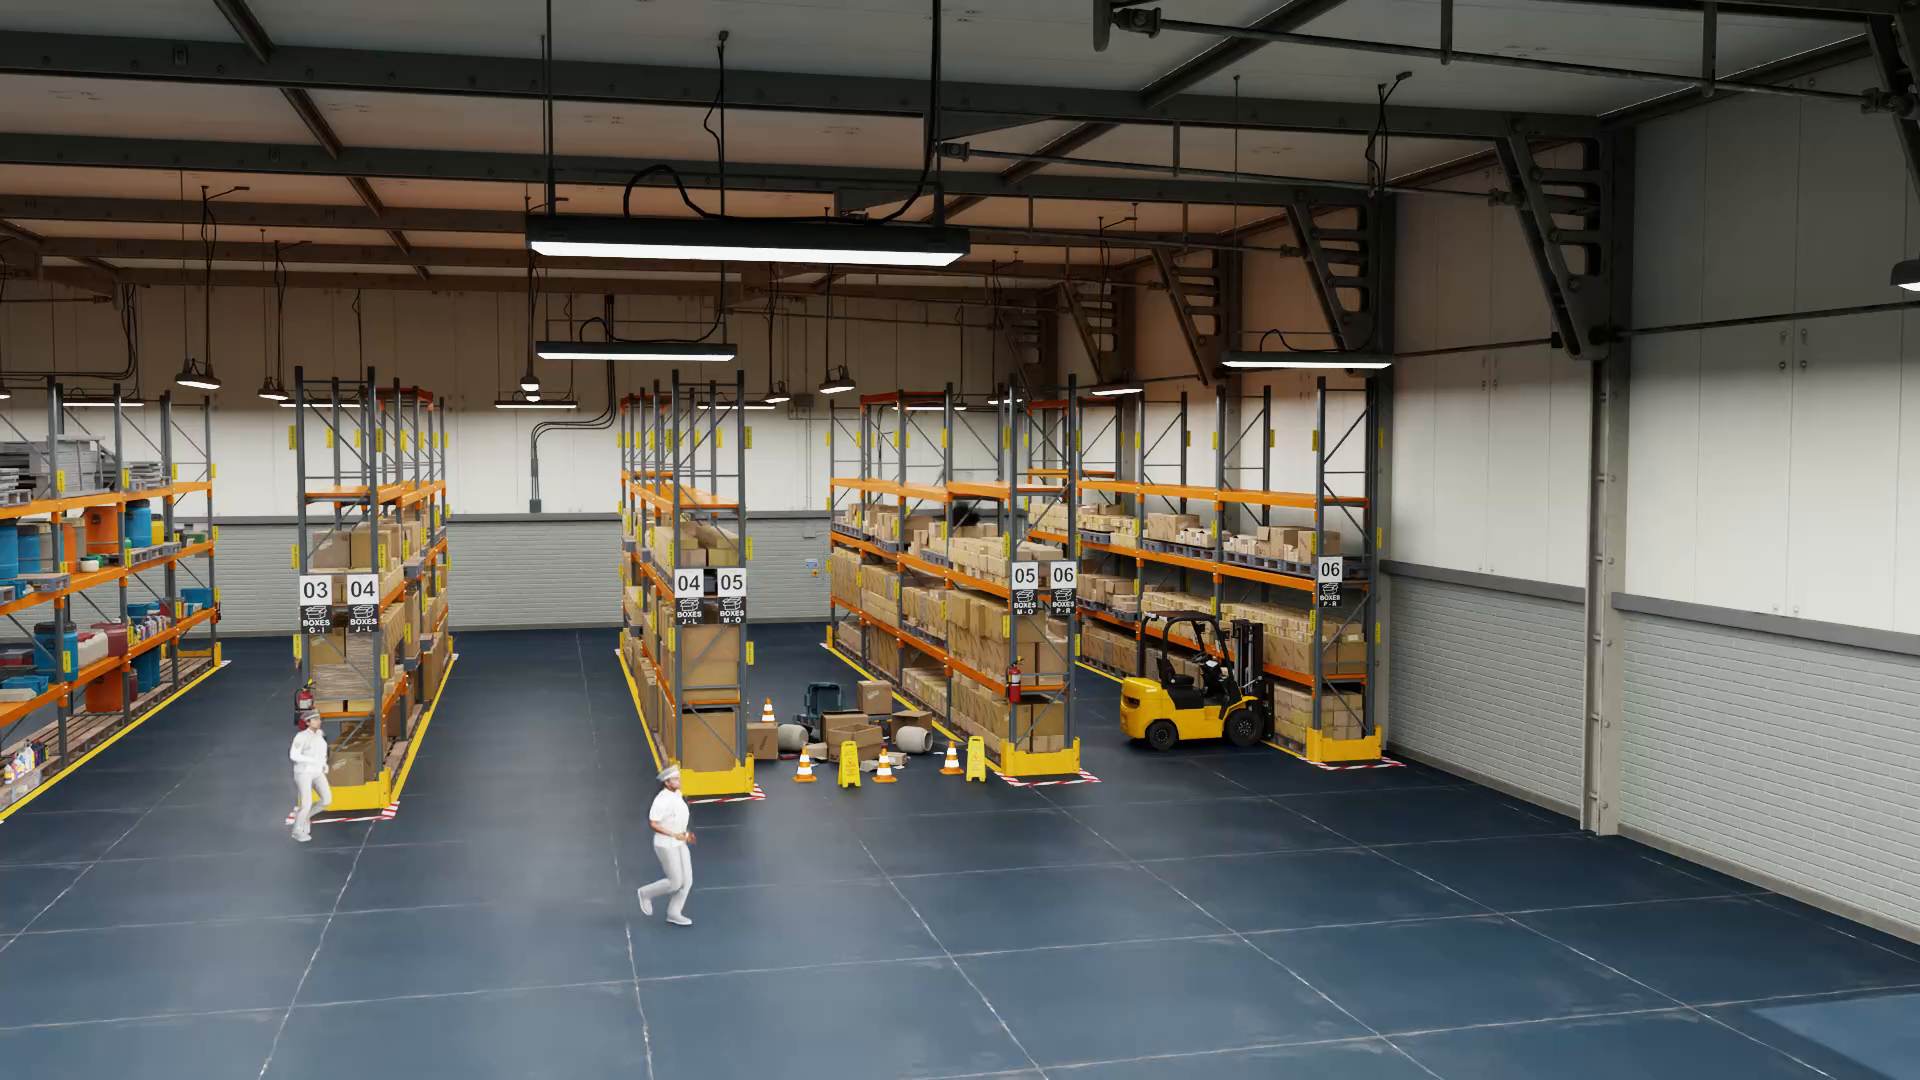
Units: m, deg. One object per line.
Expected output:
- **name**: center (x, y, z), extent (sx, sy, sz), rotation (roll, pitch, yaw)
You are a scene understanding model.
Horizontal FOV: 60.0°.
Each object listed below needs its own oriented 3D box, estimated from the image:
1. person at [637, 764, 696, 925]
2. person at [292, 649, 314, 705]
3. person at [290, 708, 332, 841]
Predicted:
- **person**: center (-3.023, 3.142, 17.247), extent (0.618, 1.658, 0.572), rotation (1, 4, 19)
- **person**: center (-11.833, 2.362, 30.335), extent (0.661, 1.696, 0.660), rotation (-1, 4, -19)
- **person**: center (-8.097, 2.932, 20.905), extent (0.549, 1.647, 0.655), rotation (2, 4, 27)
